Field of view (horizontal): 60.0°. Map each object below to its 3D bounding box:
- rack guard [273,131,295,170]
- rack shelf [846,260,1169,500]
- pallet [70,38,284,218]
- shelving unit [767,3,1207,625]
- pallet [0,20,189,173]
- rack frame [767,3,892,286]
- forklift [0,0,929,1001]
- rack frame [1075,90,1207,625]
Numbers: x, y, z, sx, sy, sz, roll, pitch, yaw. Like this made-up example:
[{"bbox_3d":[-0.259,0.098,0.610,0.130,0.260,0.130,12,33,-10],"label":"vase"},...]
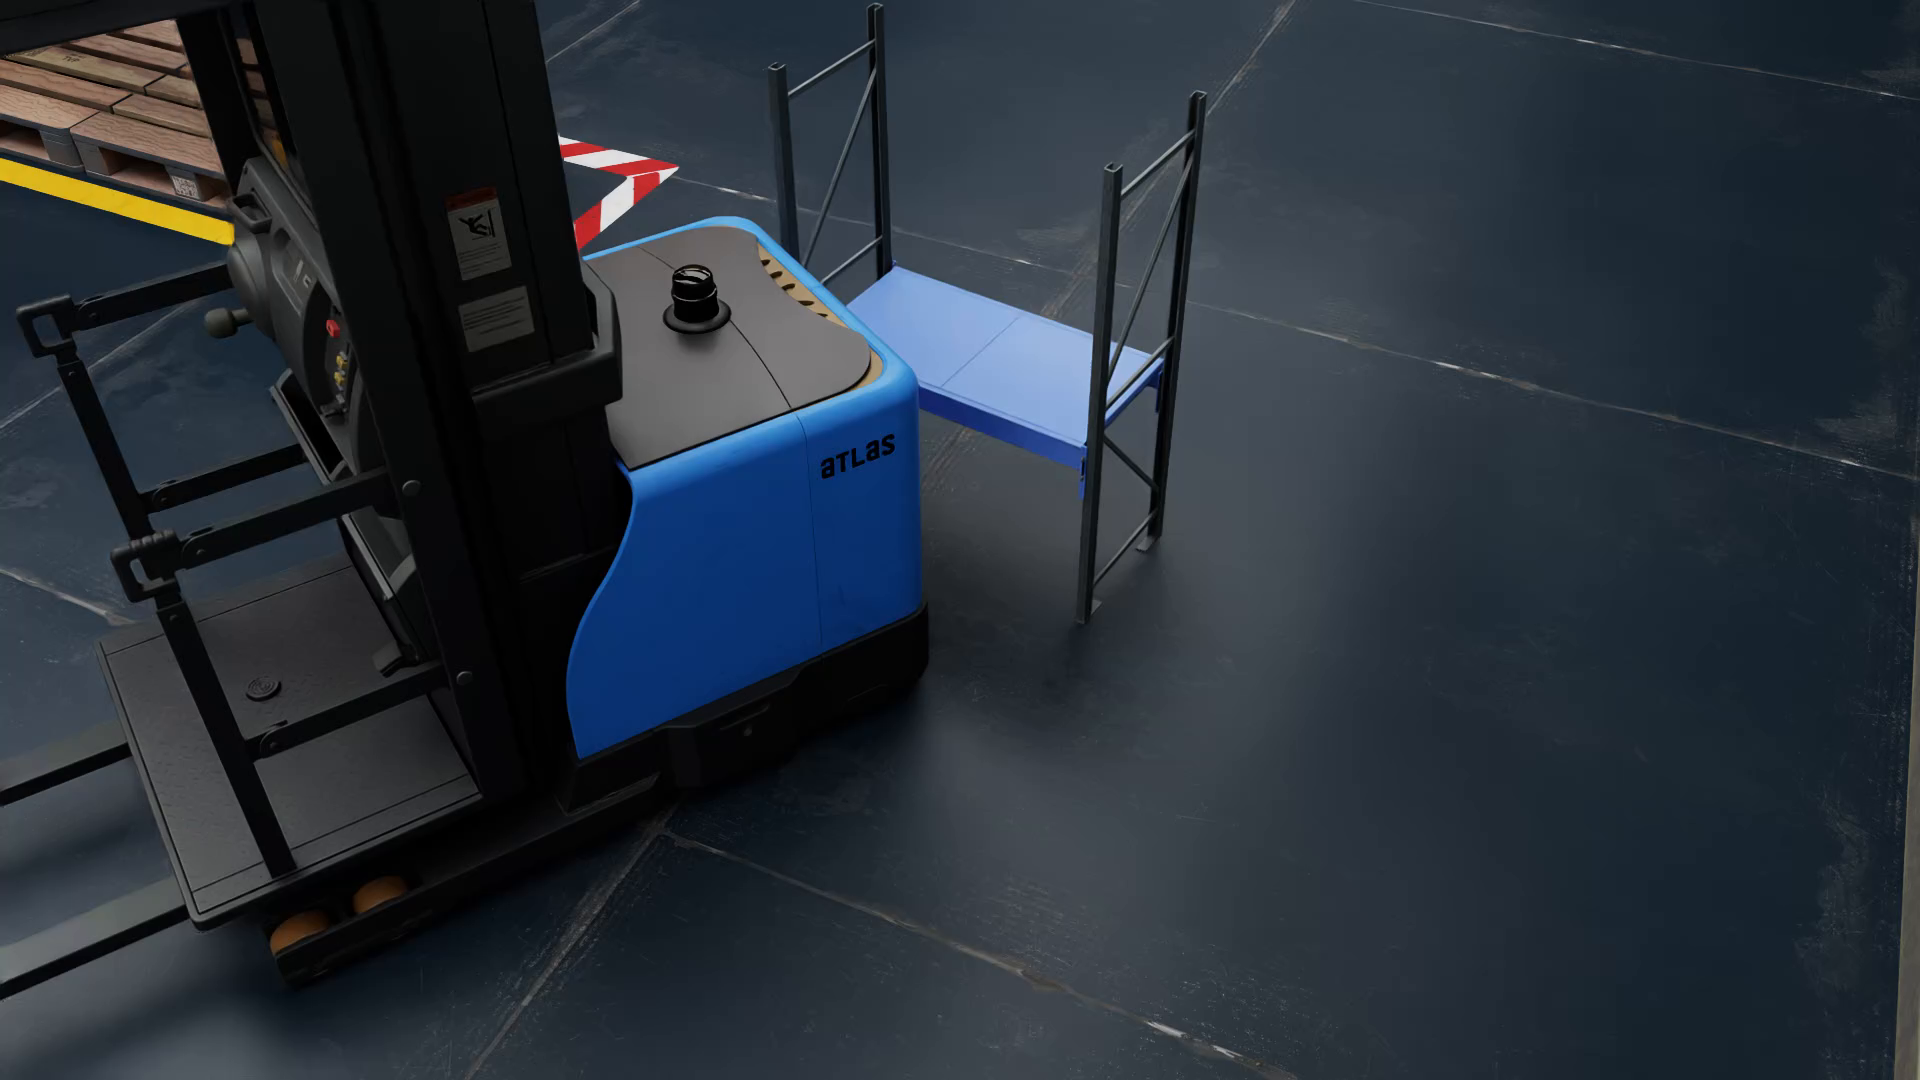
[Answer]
[{"bbox_3d":[-2.192,-1.609,6.724,0.348,0.500,1.175,17,44,19],"label":"rack guard"},{"bbox_3d":[0.064,-0.499,4.956,1.000,0.185,0.538,23,46,24],"label":"rack shelf"},{"bbox_3d":[-2.950,-1.750,7.108,1.213,0.211,1.003,17,44,19],"label":"pallet"},{"bbox_3d":[0.064,-0.635,4.838,1.048,1.500,0.538,23,46,24],"label":"shelving unit"},{"bbox_3d":[-4.052,-2.089,7.498,1.213,0.211,1.003,17,44,19],"label":"pallet"},{"bbox_3d":[-0.363,-0.815,5.046,0.032,1.500,0.500,23,46,24],"label":"rack frame"},{"bbox_3d":[-1.605,-0.445,3.525,3.031,2.935,1.130,-23,46,-24],"label":"forklift"},{"bbox_3d":[0.492,-0.455,4.630,0.032,1.500,0.500,23,46,24],"label":"rack frame"}]
